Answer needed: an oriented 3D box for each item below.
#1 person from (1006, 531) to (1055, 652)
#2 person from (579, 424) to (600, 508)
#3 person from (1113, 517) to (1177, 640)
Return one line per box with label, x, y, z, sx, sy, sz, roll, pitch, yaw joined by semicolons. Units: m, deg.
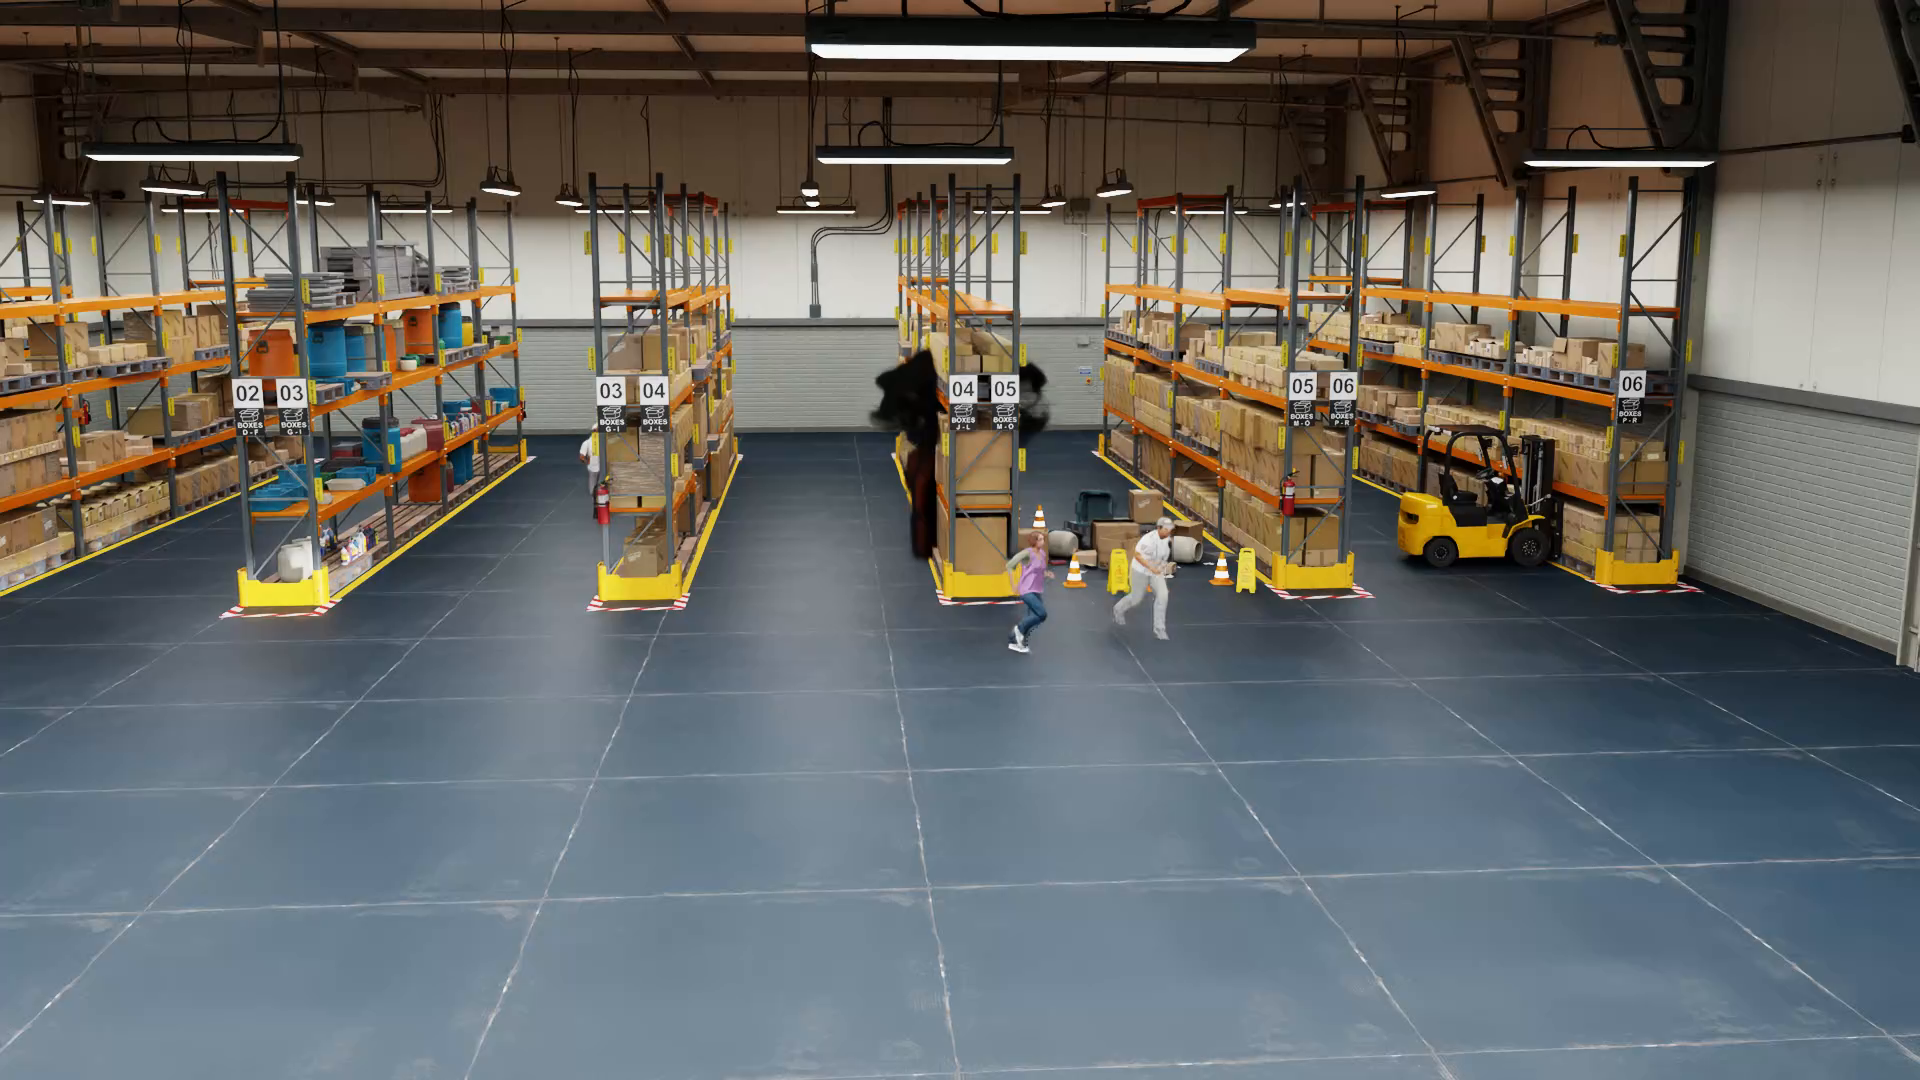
person;0.884;0.658;20.514;0.642;1.514;0.524;7;12;36
person;-6.771;-1.319;31.208;0.714;1.733;0.791;-2;10;-10
person;2.409;0.460;21.672;0.641;1.628;1.028;-9;14;-42
